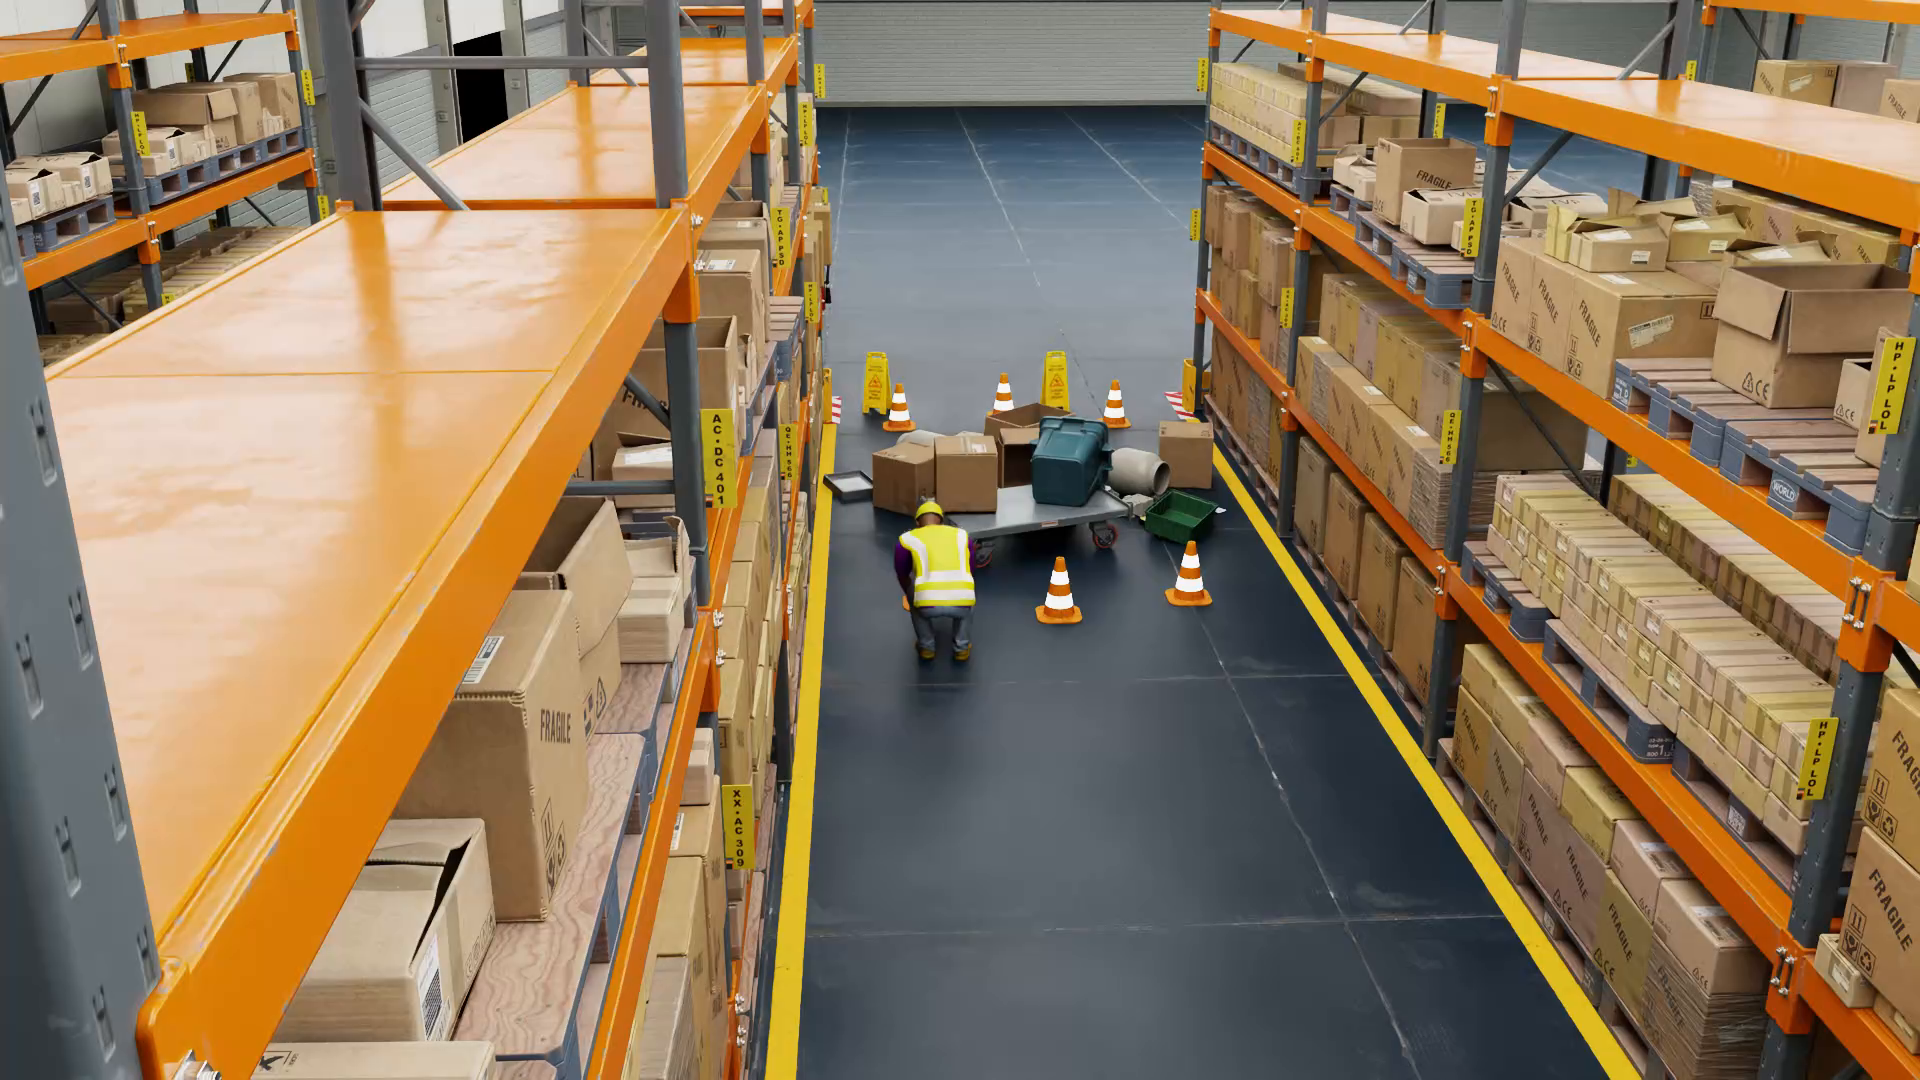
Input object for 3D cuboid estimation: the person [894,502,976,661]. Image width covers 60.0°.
[{"bbox_3d":[-0.172,0.299,11.840,0.582,1.006,0.902,-1,20,-3],"label":"person"}]
